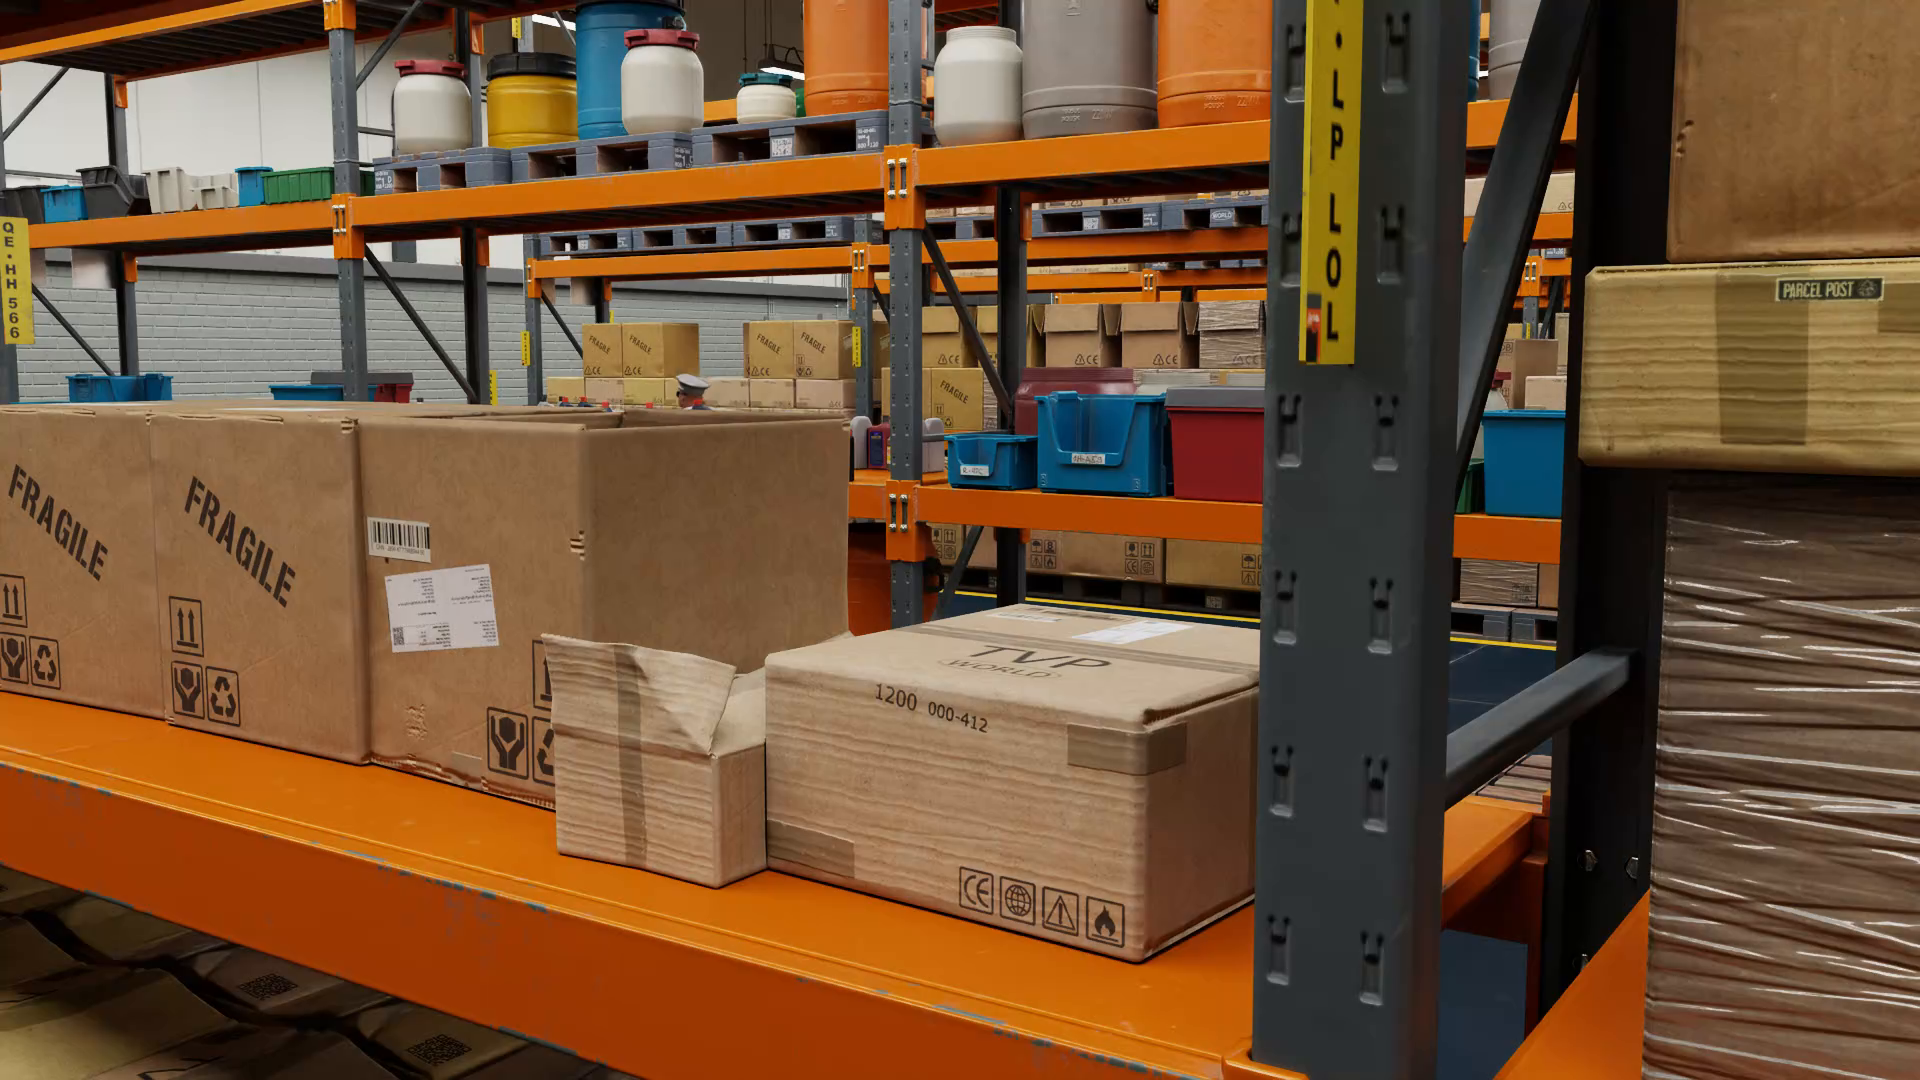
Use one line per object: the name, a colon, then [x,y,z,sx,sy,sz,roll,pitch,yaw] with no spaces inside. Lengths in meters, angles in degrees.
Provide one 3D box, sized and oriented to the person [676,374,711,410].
person: [-2.022,-0.353,12.463,0.607,1.781,0.864,-6,9,-44]
